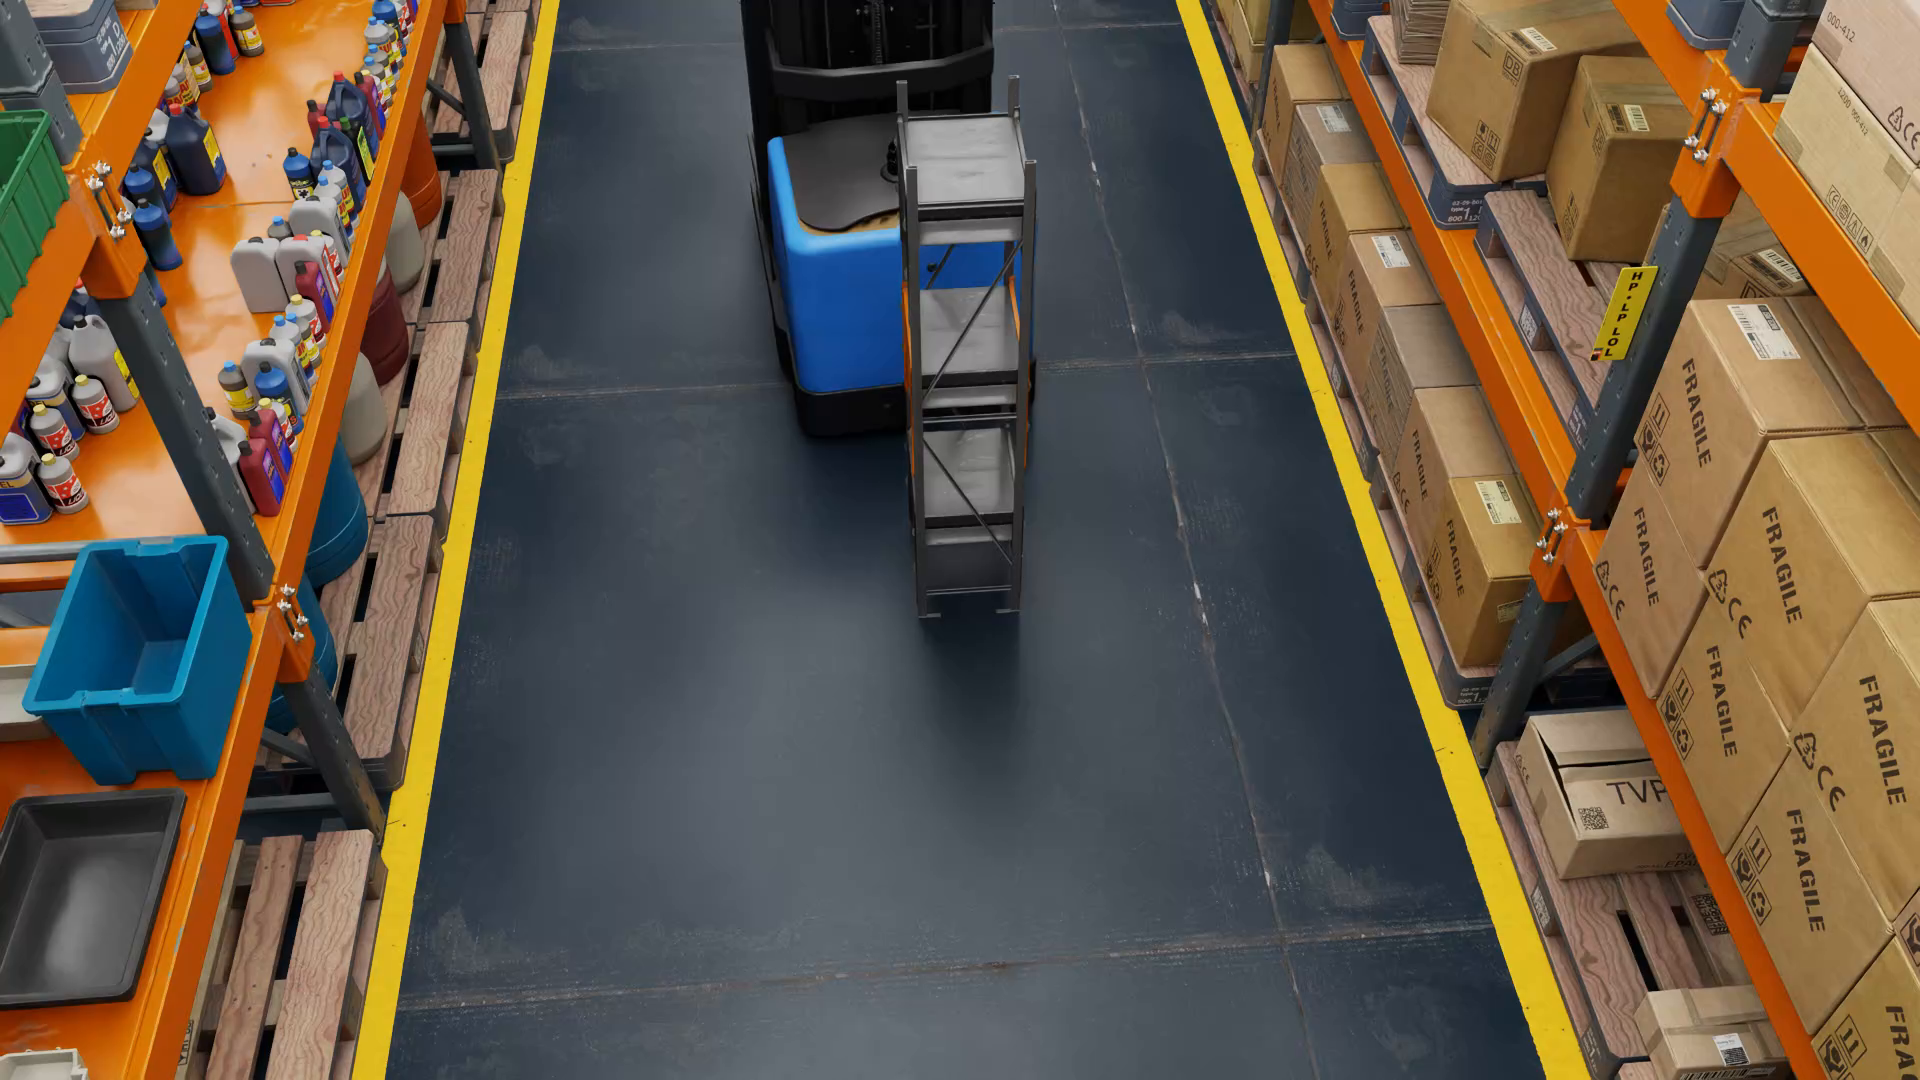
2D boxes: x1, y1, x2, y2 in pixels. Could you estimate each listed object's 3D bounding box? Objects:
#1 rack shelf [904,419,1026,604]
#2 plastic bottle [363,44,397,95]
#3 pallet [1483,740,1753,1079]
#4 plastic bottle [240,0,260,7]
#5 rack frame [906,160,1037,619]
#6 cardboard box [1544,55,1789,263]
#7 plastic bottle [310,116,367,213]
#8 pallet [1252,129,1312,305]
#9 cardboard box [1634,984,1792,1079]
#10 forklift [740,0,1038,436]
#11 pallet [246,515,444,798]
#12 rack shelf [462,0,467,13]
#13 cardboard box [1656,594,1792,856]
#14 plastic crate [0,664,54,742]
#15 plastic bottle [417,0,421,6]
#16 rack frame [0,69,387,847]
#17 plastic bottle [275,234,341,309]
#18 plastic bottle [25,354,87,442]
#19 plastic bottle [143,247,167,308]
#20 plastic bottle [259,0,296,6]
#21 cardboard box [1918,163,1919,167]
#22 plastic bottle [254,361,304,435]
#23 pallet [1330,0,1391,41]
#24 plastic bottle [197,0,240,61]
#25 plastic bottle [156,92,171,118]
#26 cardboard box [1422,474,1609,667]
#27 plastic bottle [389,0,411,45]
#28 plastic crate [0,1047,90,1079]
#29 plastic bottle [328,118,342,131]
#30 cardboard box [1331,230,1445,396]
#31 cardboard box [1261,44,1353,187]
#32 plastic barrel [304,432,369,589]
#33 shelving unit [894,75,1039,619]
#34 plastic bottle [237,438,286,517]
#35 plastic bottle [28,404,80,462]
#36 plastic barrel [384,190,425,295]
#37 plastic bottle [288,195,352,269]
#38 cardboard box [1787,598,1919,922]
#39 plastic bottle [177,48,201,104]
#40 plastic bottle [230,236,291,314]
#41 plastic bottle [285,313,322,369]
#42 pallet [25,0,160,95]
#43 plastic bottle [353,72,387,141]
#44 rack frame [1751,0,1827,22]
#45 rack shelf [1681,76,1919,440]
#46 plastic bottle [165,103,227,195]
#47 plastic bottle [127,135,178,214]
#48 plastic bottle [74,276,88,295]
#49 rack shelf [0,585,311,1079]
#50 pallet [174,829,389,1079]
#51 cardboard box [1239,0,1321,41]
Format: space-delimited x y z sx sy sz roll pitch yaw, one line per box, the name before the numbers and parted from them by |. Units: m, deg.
rack shelf | 0.014 -0.112 6.529 0.431 0.518 0.480 -3 47 -3
plastic bottle | -2.368 -1.920 6.776 0.097 0.201 0.097 0 47 0
pallet | 2.449 1.193 5.611 1.003 0.211 1.213 -3 47 -3
plastic bottle | -3.164 -2.483 7.258 0.152 0.276 0.135 -3 47 -3
rack frame | 0.034 -0.426 5.844 0.400 2.100 0.015 -3 47 -3
cardboard box | 2.455 -1.292 5.686 0.700 0.500 0.500 3 47 3
plastic bottle | -2.325 -1.400 6.180 0.144 0.351 0.185 -3 47 -3
pallet | 2.083 -1.656 8.309 1.003 0.211 1.213 -3 47 -3
cardboard box | 2.295 1.502 5.046 0.380 0.166 0.250 -3 47 -3
forklift | -0.446 -2.546 7.279 1.130 2.935 3.031 -8 47 -7
pallet | -2.566 0.434 6.331 1.003 0.211 1.213 -3 47 -3
rack shelf | -3.046 -4.058 9.159 1.077 0.370 4.000 -3 47 -3
cardboard box | 2.210 0.458 4.318 0.500 0.500 0.500 -3 47 -3
plastic crate | -2.647 0.451 4.534 0.396 0.136 0.243 -3 47 -3
plastic bottle | -2.428 -2.439 7.267 0.097 0.201 0.097 0 47 0
rack frame | -2.543 0.035 4.787 1.000 3.000 0.127 -3 47 -3
plastic bottle | -2.280 -0.950 5.806 0.152 0.276 0.135 -3 47 -3
plastic bottle | -2.929 -0.452 5.334 0.152 0.276 0.135 -3 47 -3
plastic bottle | -2.860 -0.933 5.793 0.097 0.271 0.097 0 47 0
plastic bottle | -3.013 -2.492 7.267 0.152 0.276 0.135 -3 47 -3
cardboard box | 2.230 -0.686 3.163 0.500 0.250 0.500 -3 47 -3
plastic bottle | -2.196 -0.461 5.346 0.097 0.271 0.097 0 47 0
pallet | 2.185 -2.605 7.420 1.213 0.211 1.003 -3 47 -3
plastic bottle | -3.125 -2.148 6.941 0.152 0.276 0.135 -3 47 -3
plastic bottle | -3.113 -1.647 6.461 0.061 0.283 0.133 -3 47 -3
cardboard box | 2.066 0.106 6.139 0.500 0.500 0.500 -4 47 -4
plastic bottle | -2.400 -2.202 7.042 0.097 0.201 0.097 0 47 0
plastic crate | -2.098 1.347 3.685 0.293 0.136 0.466 -3 47 -3
plastic bottle | -2.358 -1.491 6.313 0.061 0.283 0.133 -3 47 -3
cardboard box | 1.947 -0.983 7.170 0.500 0.500 0.500 -5 47 -5
cardboard box | 1.811 -2.102 8.230 0.500 0.500 0.500 -2 47 -2
plastic barrel | -2.631 -0.294 6.255 0.600 0.901 0.708 -3 47 -3
shelving unit | 0.014 -0.602 6.011 0.431 2.100 0.503 -3 47 -3
plastic bottle | -2.149 -0.216 5.105 0.061 0.283 0.133 -3 47 -3
plastic bottle | -2.886 -0.344 5.283 0.097 0.201 0.097 0 47 0
plastic barrel | -2.684 -1.391 7.563 0.421 0.512 0.421 0 47 0
plastic bottle | -2.299 -1.118 5.964 0.152 0.276 0.135 -3 47 -3
cardboard box | 2.238 0.462 3.625 0.500 0.500 0.500 -5 47 -4
plastic bottle | -3.140 -1.884 6.685 0.061 0.283 0.133 -3 47 -3
plastic bottle | -2.432 -0.941 5.797 0.152 0.276 0.135 -3 47 -3
plastic bottle | -2.224 -0.675 5.597 0.097 0.201 0.097 0 47 0
pallet | -2.706 -1.492 4.298 1.213 0.211 1.003 -3 47 -3
plastic bottle | -2.324 -1.725 6.534 0.061 0.283 0.133 -3 47 -3
rack frame | 2.393 -2.326 2.891 1.000 3.000 0.127 -3 47 -3
rack shelf | 2.560 0.400 2.871 1.077 0.370 4.000 -3 47 -3
plastic bottle | -2.898 -1.496 6.272 0.144 0.351 0.185 -3 47 -3
plastic bottle | -3.039 -1.390 6.171 0.144 0.351 0.185 -3 47 -3
plastic bottle | -2.971 -0.817 5.679 0.152 0.276 0.135 -3 47 -3
rack shelf | -2.376 1.730 3.678 1.077 0.370 4.000 -3 47 -3
pallet | -2.443 1.524 5.298 1.003 0.211 1.213 -3 47 -3
cardboard box | 1.769 -2.913 8.797 0.500 0.311 0.500 -2 47 -2
